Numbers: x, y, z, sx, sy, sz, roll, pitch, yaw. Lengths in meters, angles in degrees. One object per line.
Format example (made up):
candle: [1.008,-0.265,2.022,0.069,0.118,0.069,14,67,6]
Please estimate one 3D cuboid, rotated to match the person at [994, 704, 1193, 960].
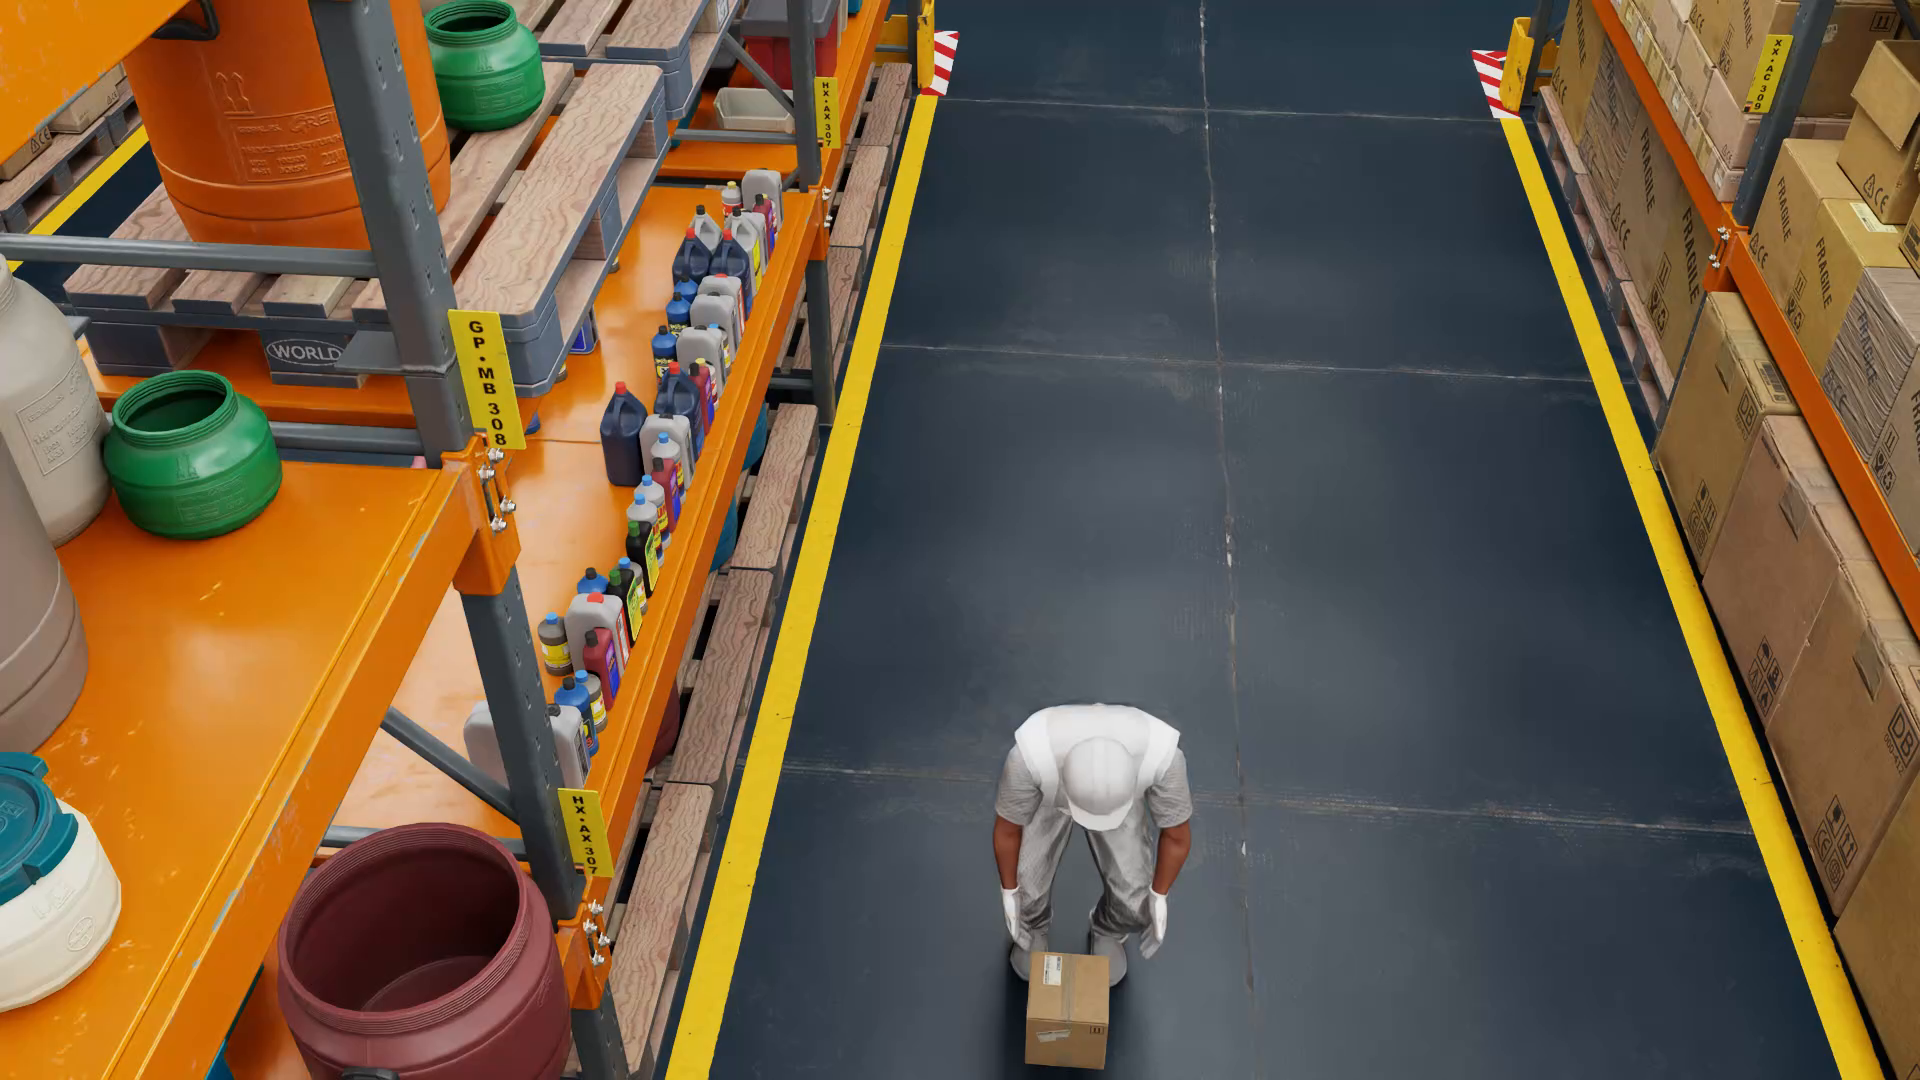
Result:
person: [0.418,0.917,5.308,0.610,1.327,0.787,3,40,4]
